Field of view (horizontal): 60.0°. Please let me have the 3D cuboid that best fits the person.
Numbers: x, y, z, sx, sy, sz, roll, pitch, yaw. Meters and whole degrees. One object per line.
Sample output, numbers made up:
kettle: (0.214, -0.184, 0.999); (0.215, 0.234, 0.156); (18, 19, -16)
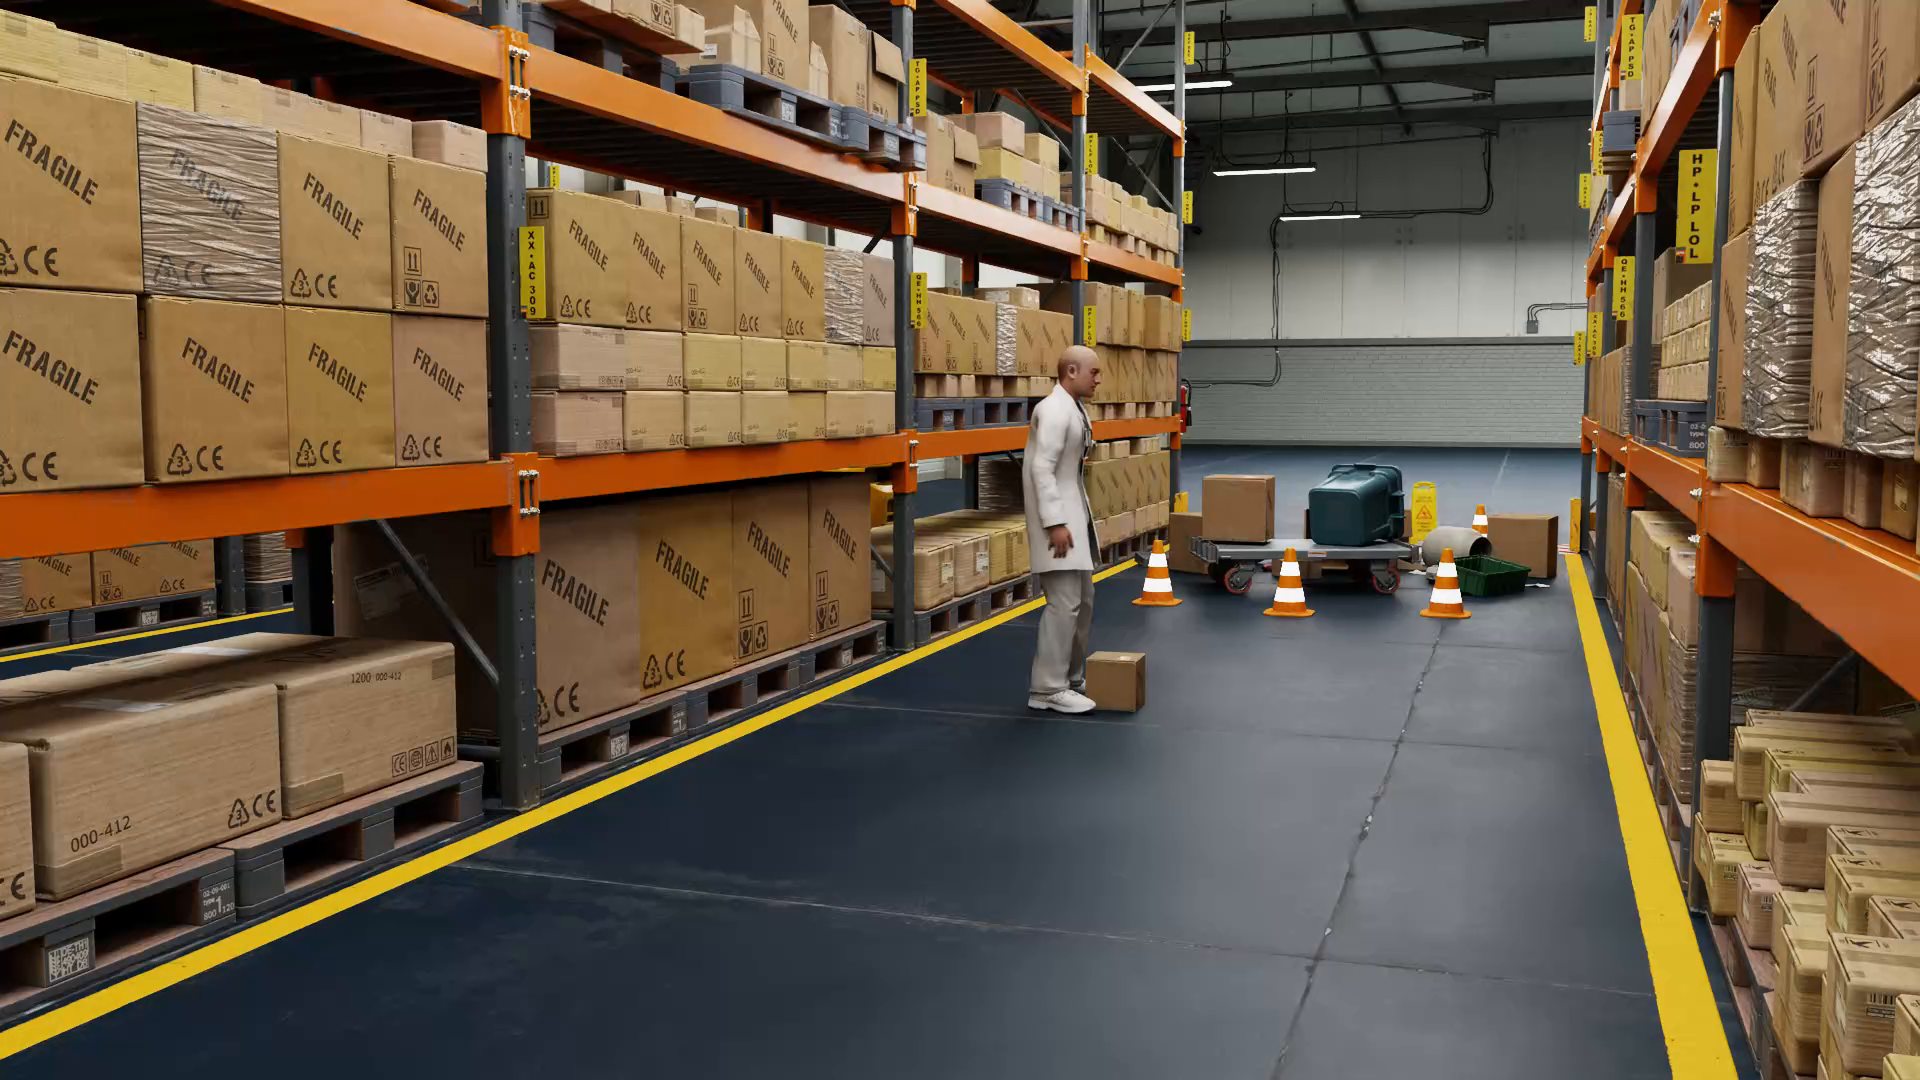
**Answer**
person: (0.524, -0.069, 8.207); (0.424, 1.773, 0.640); (2, 5, 17)
